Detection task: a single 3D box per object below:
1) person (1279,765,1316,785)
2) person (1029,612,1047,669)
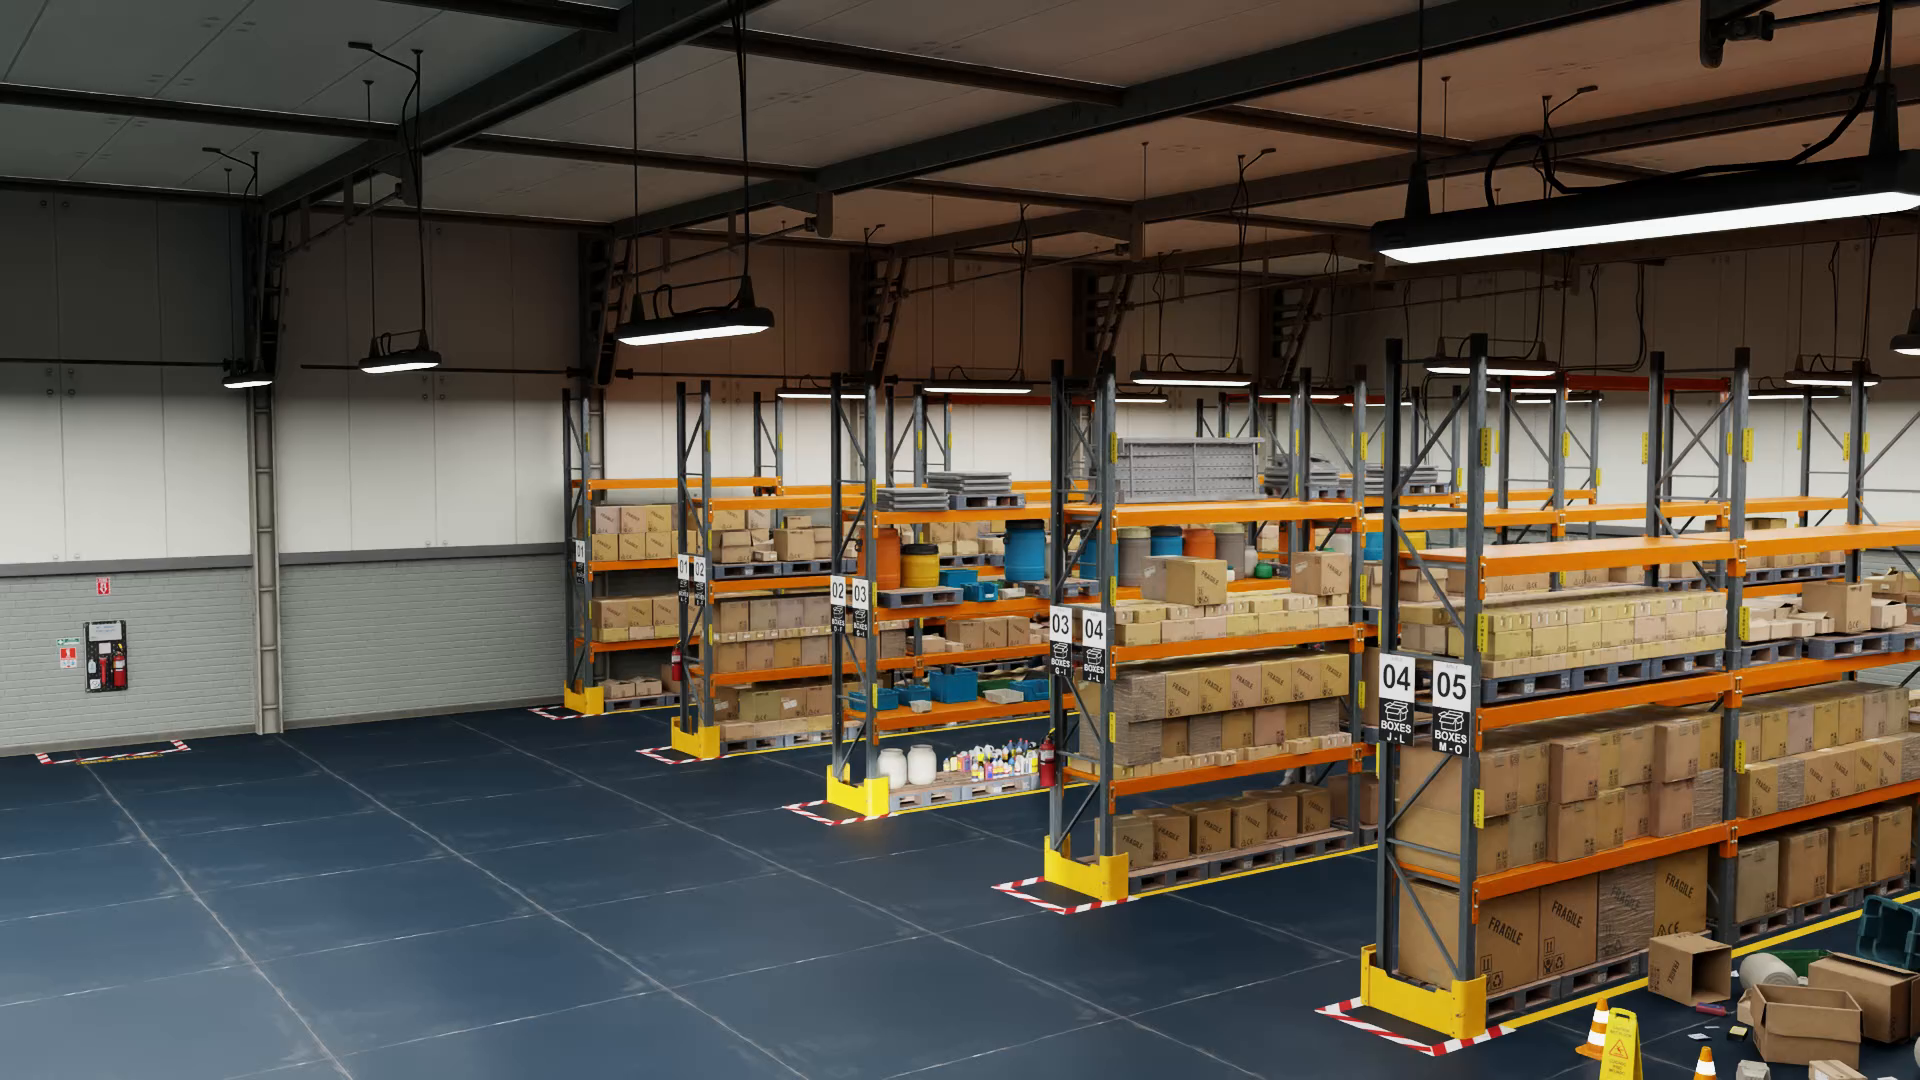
[{"bbox_3d":[4.985,2.727,24.456,0.558,1.819,0.626,-2,4,-33],"label":"person"},{"bbox_3d":[1.575,2.223,33.508,0.992,1.536,0.420,-2,4,-34],"label":"person"}]
